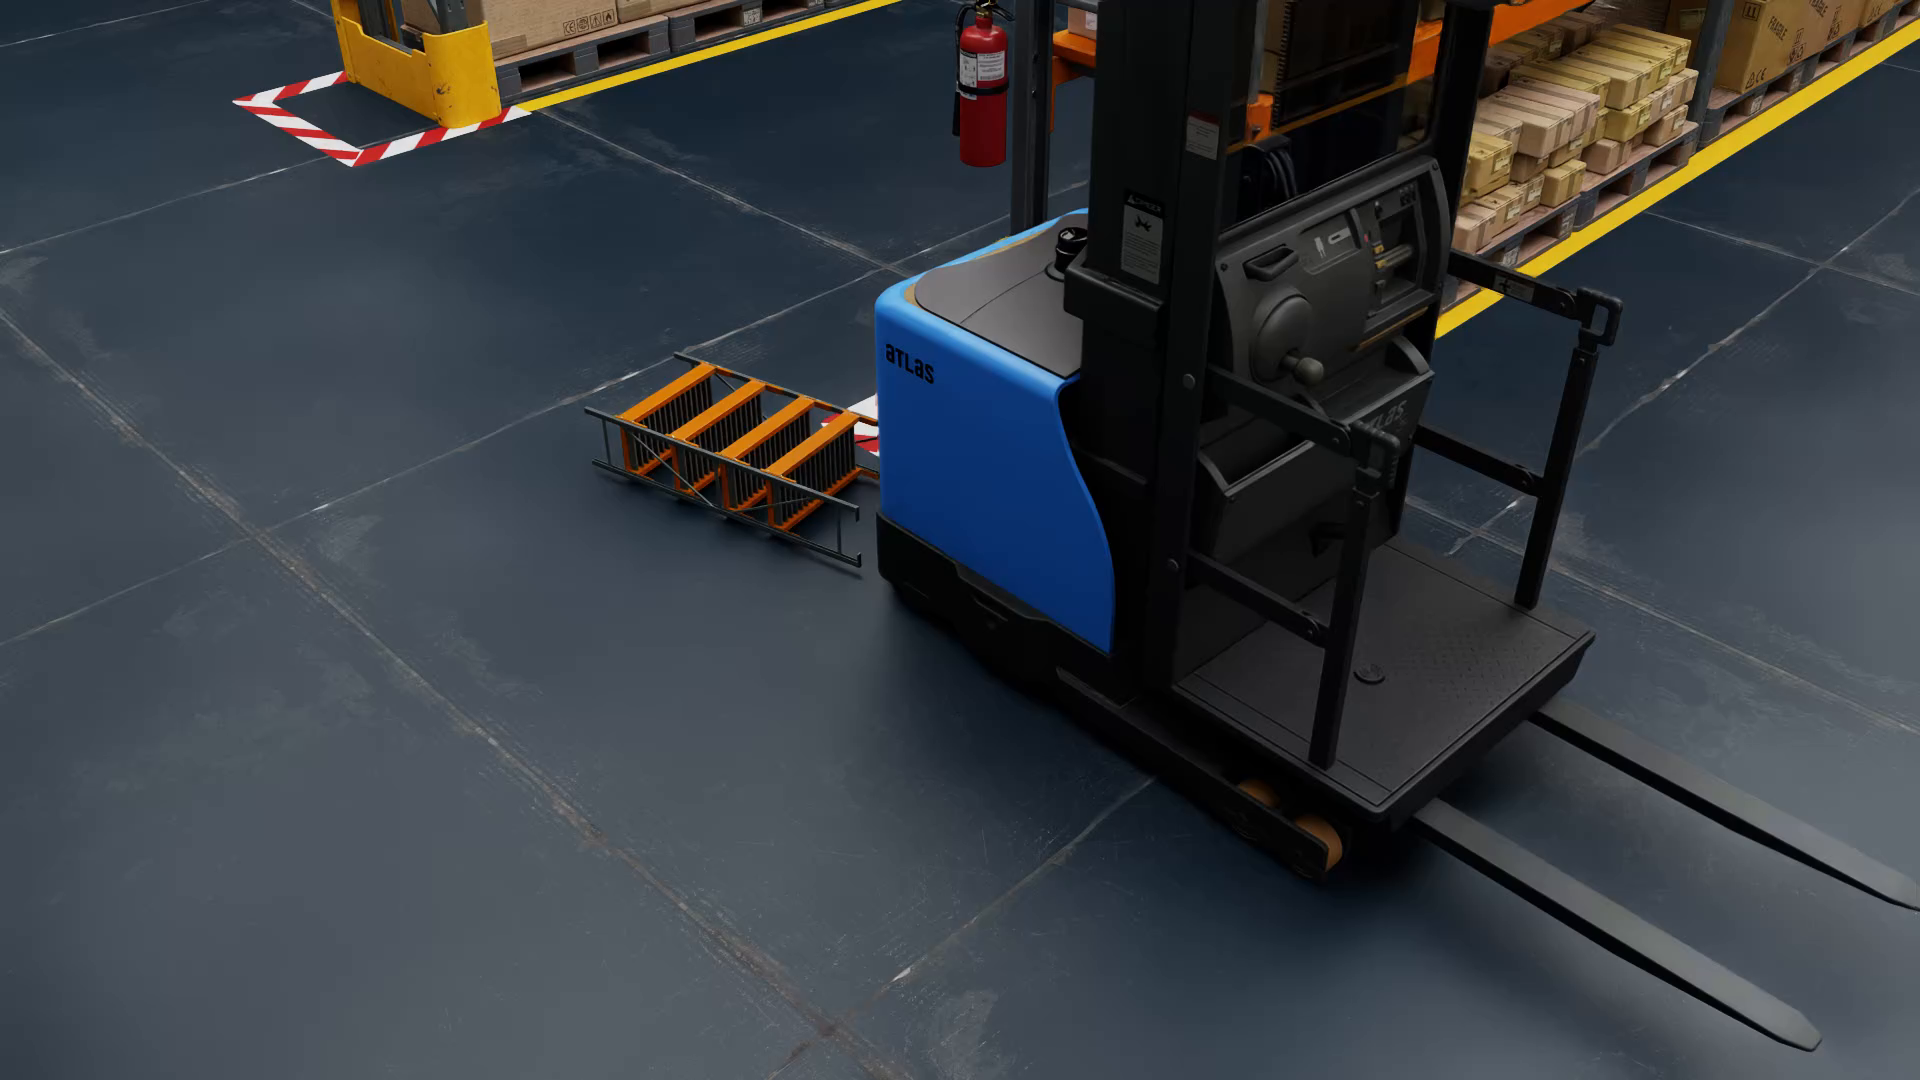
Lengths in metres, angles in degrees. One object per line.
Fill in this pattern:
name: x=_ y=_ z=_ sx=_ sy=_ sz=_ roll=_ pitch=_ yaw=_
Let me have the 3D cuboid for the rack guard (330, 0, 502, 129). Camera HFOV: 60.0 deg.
rack guard: x=-3.012 y=-2.697 z=9.180 sx=1.175 sy=0.500 sz=0.348 roll=30 pitch=45 yaw=35

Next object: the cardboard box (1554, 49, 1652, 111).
cardboard box: x=3.019 y=-2.175 z=7.852 sx=0.380 sy=0.149 sz=0.250 roll=29 pitch=44 yaw=35

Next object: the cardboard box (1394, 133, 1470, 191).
cardboard box: x=1.895 y=-1.554 z=6.961 sx=0.250 sy=0.149 sz=0.380 roll=-28 pitch=44 yaw=-34

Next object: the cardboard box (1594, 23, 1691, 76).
cardboard box: x=3.341 y=-2.399 z=8.173 sx=0.250 sy=0.149 sz=0.380 roll=-29 pitch=44 yaw=-34

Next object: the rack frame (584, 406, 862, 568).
rack frame: x=-0.839 y=-0.194 z=5.770 sx=1.200 sy=0.240 sz=0.015 roll=20 pitch=40 yaw=26

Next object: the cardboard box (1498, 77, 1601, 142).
cardboard box: x=2.656 y=-1.954 z=7.535 sx=0.380 sy=0.149 sz=0.250 roll=27 pitch=43 yaw=33

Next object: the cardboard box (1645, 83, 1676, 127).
cardboard box: x=3.229 y=-2.155 z=8.083 sx=0.380 sy=0.149 sz=0.250 roll=27 pitch=43 yaw=33

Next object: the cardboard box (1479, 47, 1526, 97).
cardboard box: x=2.471 y=-2.266 z=7.983 sx=0.380 sy=0.149 sz=0.250 roll=28 pitch=44 yaw=34

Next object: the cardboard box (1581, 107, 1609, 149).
cardboard box: x=2.807 y=-1.977 z=7.828 sx=0.250 sy=0.149 sz=0.380 roll=-29 pitch=44 yaw=-35

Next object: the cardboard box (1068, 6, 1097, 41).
cardboard box: x=0.618 y=-1.921 z=6.102 sx=0.380 sy=0.149 sz=0.250 roll=30 pitch=45 yaw=35

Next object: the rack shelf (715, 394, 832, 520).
rack shelf: x=-0.651 y=-0.290 z=5.909 sx=0.148 sy=0.258 sz=0.480 roll=20 pitch=40 yaw=26

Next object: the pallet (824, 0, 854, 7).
pallet: x=-0.768 y=-3.934 z=11.207 sx=1.003 sy=0.211 sz=1.213 roll=30 pitch=45 yaw=35

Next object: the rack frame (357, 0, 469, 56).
rack frame: x=-2.995 y=-3.732 z=8.478 sx=1.000 sy=3.000 sz=0.127 roll=30 pitch=45 yaw=35

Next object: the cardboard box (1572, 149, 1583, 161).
cardboard box: x=2.718 y=-1.845 z=7.898 sx=0.380 sy=0.149 sz=0.250 roll=28 pitch=44 yaw=34

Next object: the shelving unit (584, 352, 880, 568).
shelving unit: x=-0.707 y=-0.311 z=5.939 sx=1.200 sy=0.258 sz=0.503 roll=20 pitch=40 yaw=26

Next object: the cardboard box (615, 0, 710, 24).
cardboard box: x=-1.962 y=-3.536 z=10.071 sx=0.875 sy=0.438 sz=0.875 roll=-29 pitch=44 yaw=-34

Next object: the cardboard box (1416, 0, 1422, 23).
cardboard box: x=1.513 y=-2.042 z=6.275 sx=0.250 sy=0.149 sz=0.380 roll=-28 pitch=43 yaw=-34

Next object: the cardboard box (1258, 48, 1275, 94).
cardboard box: x=1.050 y=-1.674 z=5.748 sx=0.380 sy=0.149 sz=0.250 roll=29 pitch=44 yaw=35

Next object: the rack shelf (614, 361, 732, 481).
rack shelf: x=-1.038 y=-0.433 z=6.113 sx=0.148 sy=0.258 sz=0.480 roll=20 pitch=40 yaw=26

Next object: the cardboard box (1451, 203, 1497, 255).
cardboard box: x=2.089 y=-1.375 z=7.224 sx=0.380 sy=0.149 sz=0.250 roll=27 pitch=43 yaw=33

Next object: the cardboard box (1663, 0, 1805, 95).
cardboard box: x=4.116 y=-2.741 z=8.877 sx=0.500 sy=0.500 sz=0.500 roll=-28 pitch=44 yaw=-34

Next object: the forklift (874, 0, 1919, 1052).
forklift: x=1.107 y=-0.635 z=4.098 sx=1.130 sy=2.935 sz=3.031 roll=-28 pitch=44 yaw=-34

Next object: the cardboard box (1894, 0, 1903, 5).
cardboard box: x=5.579 y=-3.590 z=10.094 sx=0.500 sy=0.500 sz=0.500 roll=-28 pitch=44 yaw=-34

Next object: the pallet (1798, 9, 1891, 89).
pallet: x=4.815 y=-3.072 z=9.970 sx=1.003 sy=0.211 sz=1.213 roll=30 pitch=45 yaw=35

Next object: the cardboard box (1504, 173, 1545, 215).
cardboard box: x=2.412 y=-1.609 z=7.560 sx=0.250 sy=0.149 sz=0.380 roll=-29 pitch=44 yaw=-35

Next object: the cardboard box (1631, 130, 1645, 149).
cardboard box: x=3.130 y=-2.036 z=8.172 sx=0.250 sy=0.149 sz=0.380 roll=-29 pitch=44 yaw=-34

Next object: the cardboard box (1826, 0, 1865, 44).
cardboard box: x=4.847 y=-3.175 z=9.498 sx=0.500 sy=0.500 sz=0.500 roll=-29 pitch=44 yaw=-35

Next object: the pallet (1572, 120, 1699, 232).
pallet: x=2.959 y=-1.971 z=8.391 sx=1.003 sy=0.211 sz=1.213 roll=30 pitch=45 yaw=35

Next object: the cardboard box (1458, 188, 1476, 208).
cardboard box: x=2.022 y=-1.568 z=7.242 sx=0.250 sy=0.149 sz=0.380 roll=-27 pitch=43 yaw=-33

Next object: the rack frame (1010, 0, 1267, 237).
rack frame: x=0.589 y=-1.778 z=5.677 sx=1.000 sy=3.000 sz=0.127 roll=30 pitch=45 yaw=35

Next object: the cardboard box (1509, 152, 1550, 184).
cardboard box: x=2.438 y=-1.765 z=7.524 sx=0.380 sy=0.149 sz=0.250 roll=27 pitch=43 yaw=33

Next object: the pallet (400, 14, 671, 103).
pallet: x=-2.487 y=-2.944 z=9.787 sx=1.003 sy=0.211 sz=1.213 roll=30 pitch=45 yaw=35

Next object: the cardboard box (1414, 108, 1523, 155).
cardboard box: x=2.222 y=-1.783 z=7.290 sx=0.380 sy=0.149 sz=0.250 roll=30 pitch=45 yaw=35

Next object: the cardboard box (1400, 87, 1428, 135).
cardboard box: x=1.898 y=-1.968 z=7.554 sx=0.250 sy=0.149 sz=0.380 roll=-30 pitch=45 yaw=-35

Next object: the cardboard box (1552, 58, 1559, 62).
cardboard box: x=2.810 y=-2.369 z=8.390 sx=0.250 sy=0.149 sz=0.380 roll=-30 pitch=45 yaw=-35

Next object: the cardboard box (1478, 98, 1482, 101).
cardboard box: x=2.262 y=-2.045 z=7.925 sx=0.250 sy=0.149 sz=0.380 roll=-28 pitch=43 yaw=-34

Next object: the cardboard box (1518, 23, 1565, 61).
cardboard box: x=2.782 y=-2.504 z=8.323 sx=0.250 sy=0.149 sz=0.380 roll=-28 pitch=43 yaw=-34
